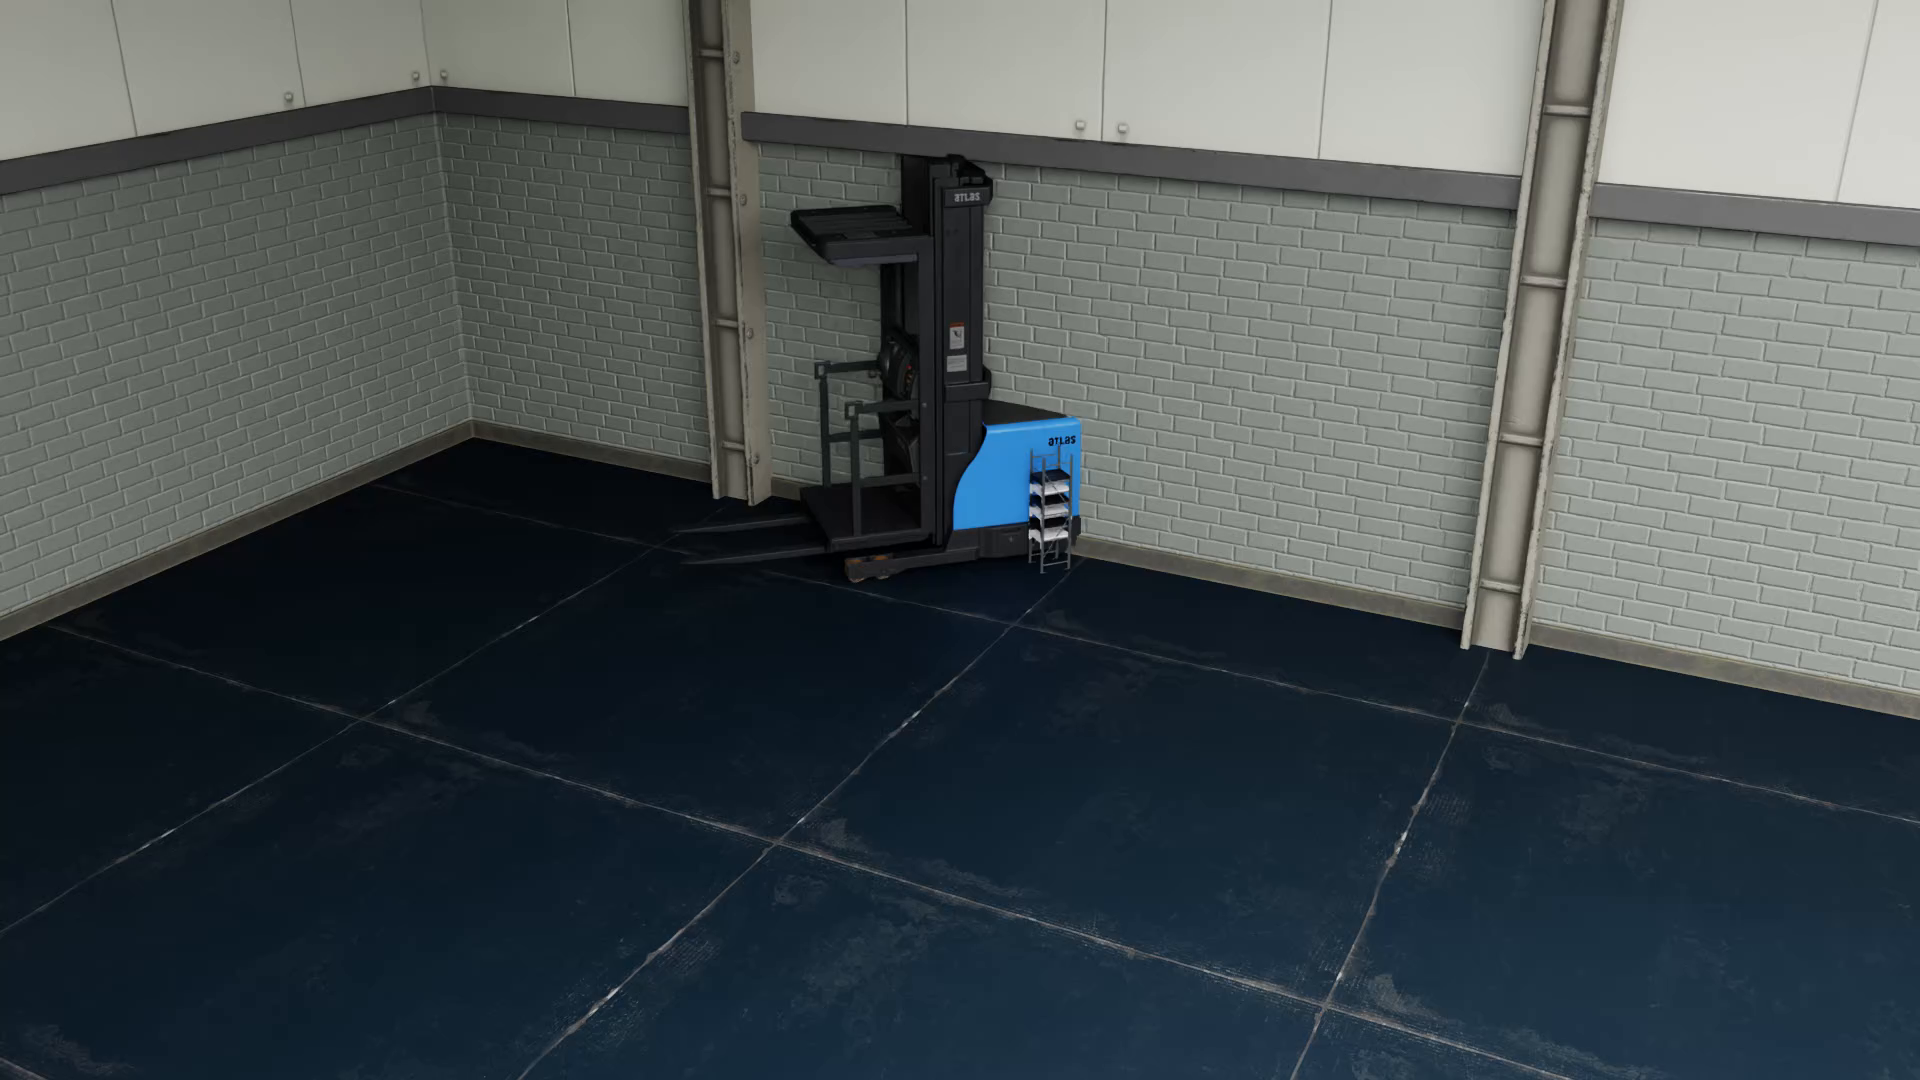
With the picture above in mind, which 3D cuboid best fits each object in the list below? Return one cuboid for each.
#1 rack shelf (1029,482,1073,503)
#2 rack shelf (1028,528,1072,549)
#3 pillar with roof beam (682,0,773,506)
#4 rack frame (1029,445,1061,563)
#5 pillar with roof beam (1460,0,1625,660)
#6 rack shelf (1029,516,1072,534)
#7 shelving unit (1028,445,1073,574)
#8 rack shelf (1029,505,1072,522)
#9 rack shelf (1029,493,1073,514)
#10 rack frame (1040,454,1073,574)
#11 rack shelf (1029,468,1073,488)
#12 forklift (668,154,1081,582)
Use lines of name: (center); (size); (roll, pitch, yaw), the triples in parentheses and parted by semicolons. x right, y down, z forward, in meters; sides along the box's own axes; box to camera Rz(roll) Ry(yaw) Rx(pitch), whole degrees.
rack shelf: (0.662, -0.357, 12.091); (0.258, 0.077, 0.200); (-9, 25, -21)
rack shelf: (0.662, -0.026, 12.232); (0.258, 0.077, 0.200); (-9, 25, -21)
pillar with roof beam: (-3.719, -2.998, 8.328); (0.400, 9.000, 9.100); (11, 25, 25)
rack frame: (0.622, -0.259, 12.235); (0.240, 0.900, 0.006); (-9, 25, -21)
pillar with roof beam: (1.636, -1.939, 5.836); (0.400, 9.000, 9.100); (11, 25, 25)
rack shelf: (0.662, -0.109, 12.197); (0.258, 0.077, 0.200); (-9, 25, -21)
shelving unit: (0.662, -0.222, 12.149); (0.258, 0.900, 0.210); (-9, 25, -21)
rack shelf: (0.662, -0.192, 12.162); (0.258, 0.077, 0.200); (-9, 25, -21)
rack shelf: (0.662, -0.274, 12.127); (0.258, 0.077, 0.200); (-9, 25, -21)
rack frame: (0.701, -0.186, 12.063); (0.240, 0.900, 0.006); (-9, 25, -21)
rack shelf: (0.662, -0.440, 12.056); (0.258, 0.077, 0.200); (-9, 25, -21)
forklift: (-0.629, -1.274, 12.027); (3.031, 2.935, 1.130); (-7, 24, -16)
